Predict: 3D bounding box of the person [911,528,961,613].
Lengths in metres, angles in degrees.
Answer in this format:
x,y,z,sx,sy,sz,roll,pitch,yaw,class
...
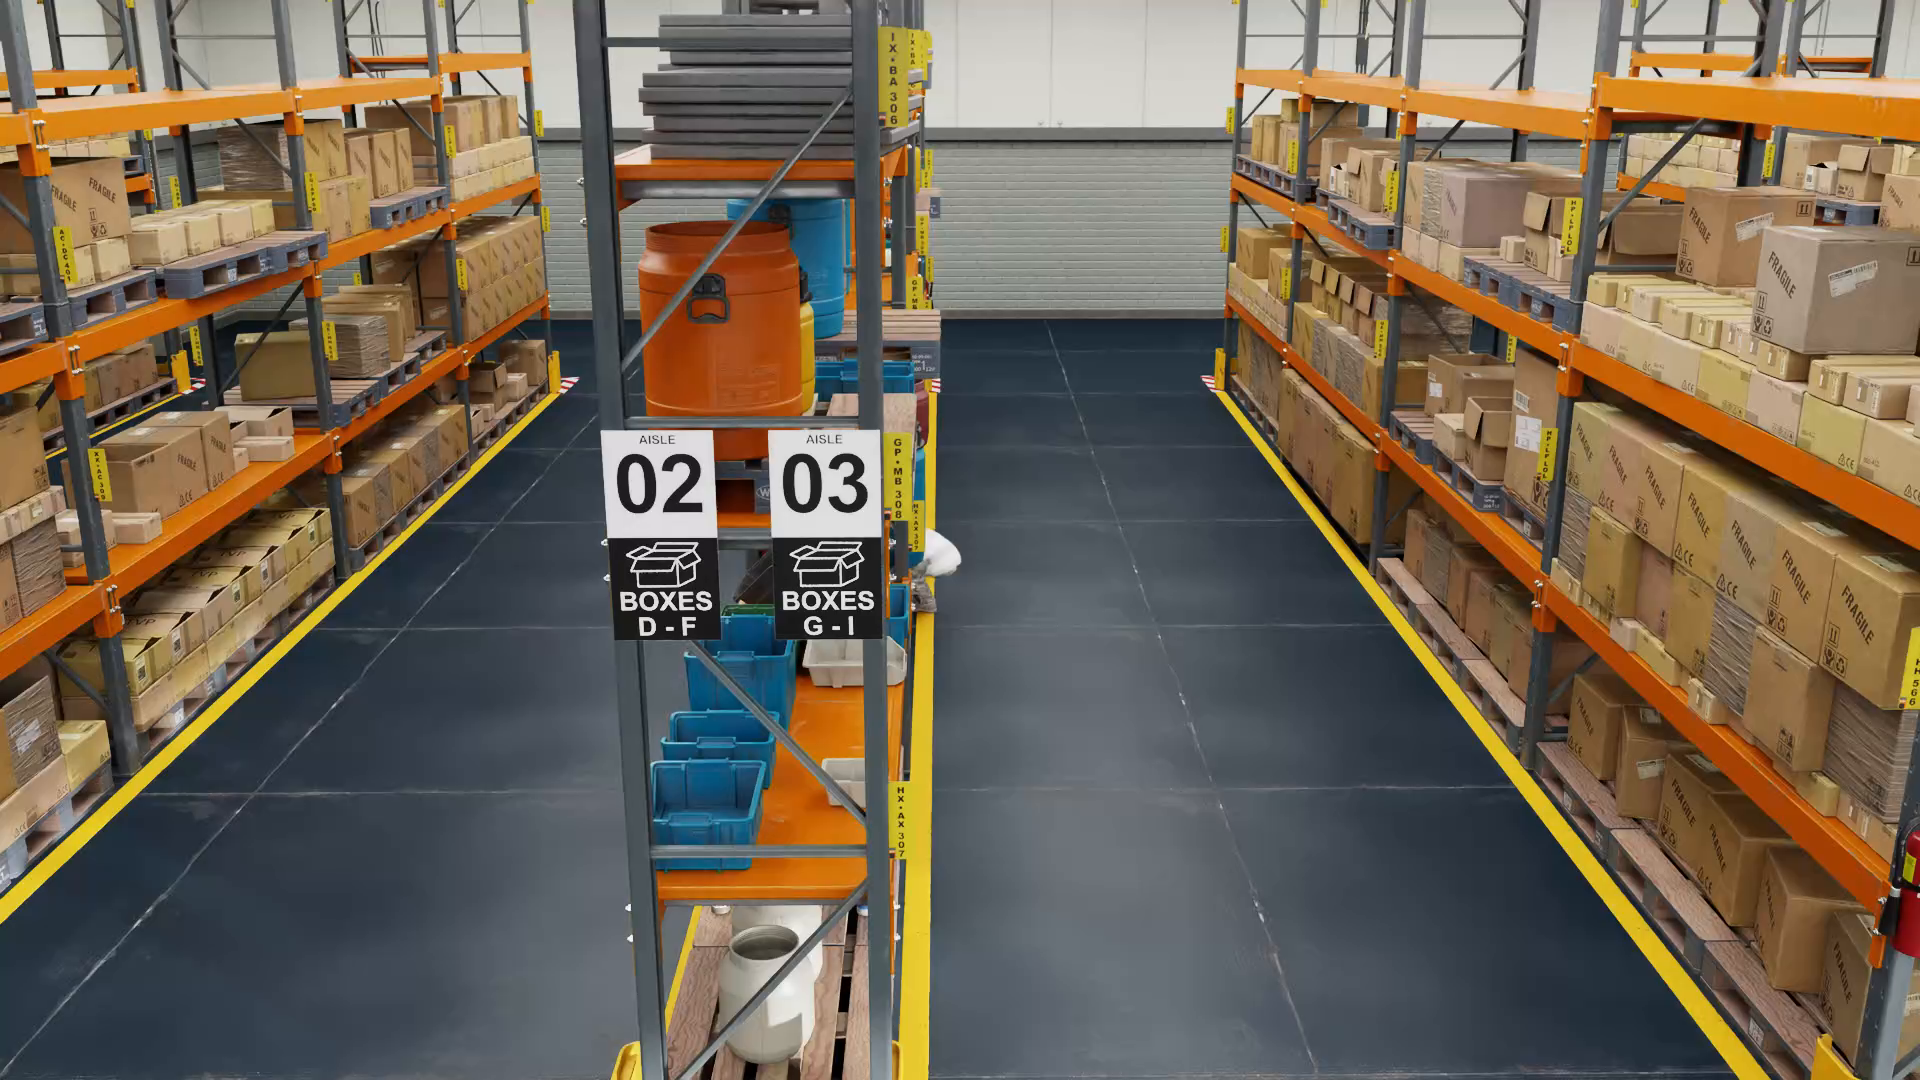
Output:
x,y,z,sx,sy,sz,roll,pitch,yaw,class
-0.601,0.203,13.480,1.199,0.837,0.543,4,18,14,person
